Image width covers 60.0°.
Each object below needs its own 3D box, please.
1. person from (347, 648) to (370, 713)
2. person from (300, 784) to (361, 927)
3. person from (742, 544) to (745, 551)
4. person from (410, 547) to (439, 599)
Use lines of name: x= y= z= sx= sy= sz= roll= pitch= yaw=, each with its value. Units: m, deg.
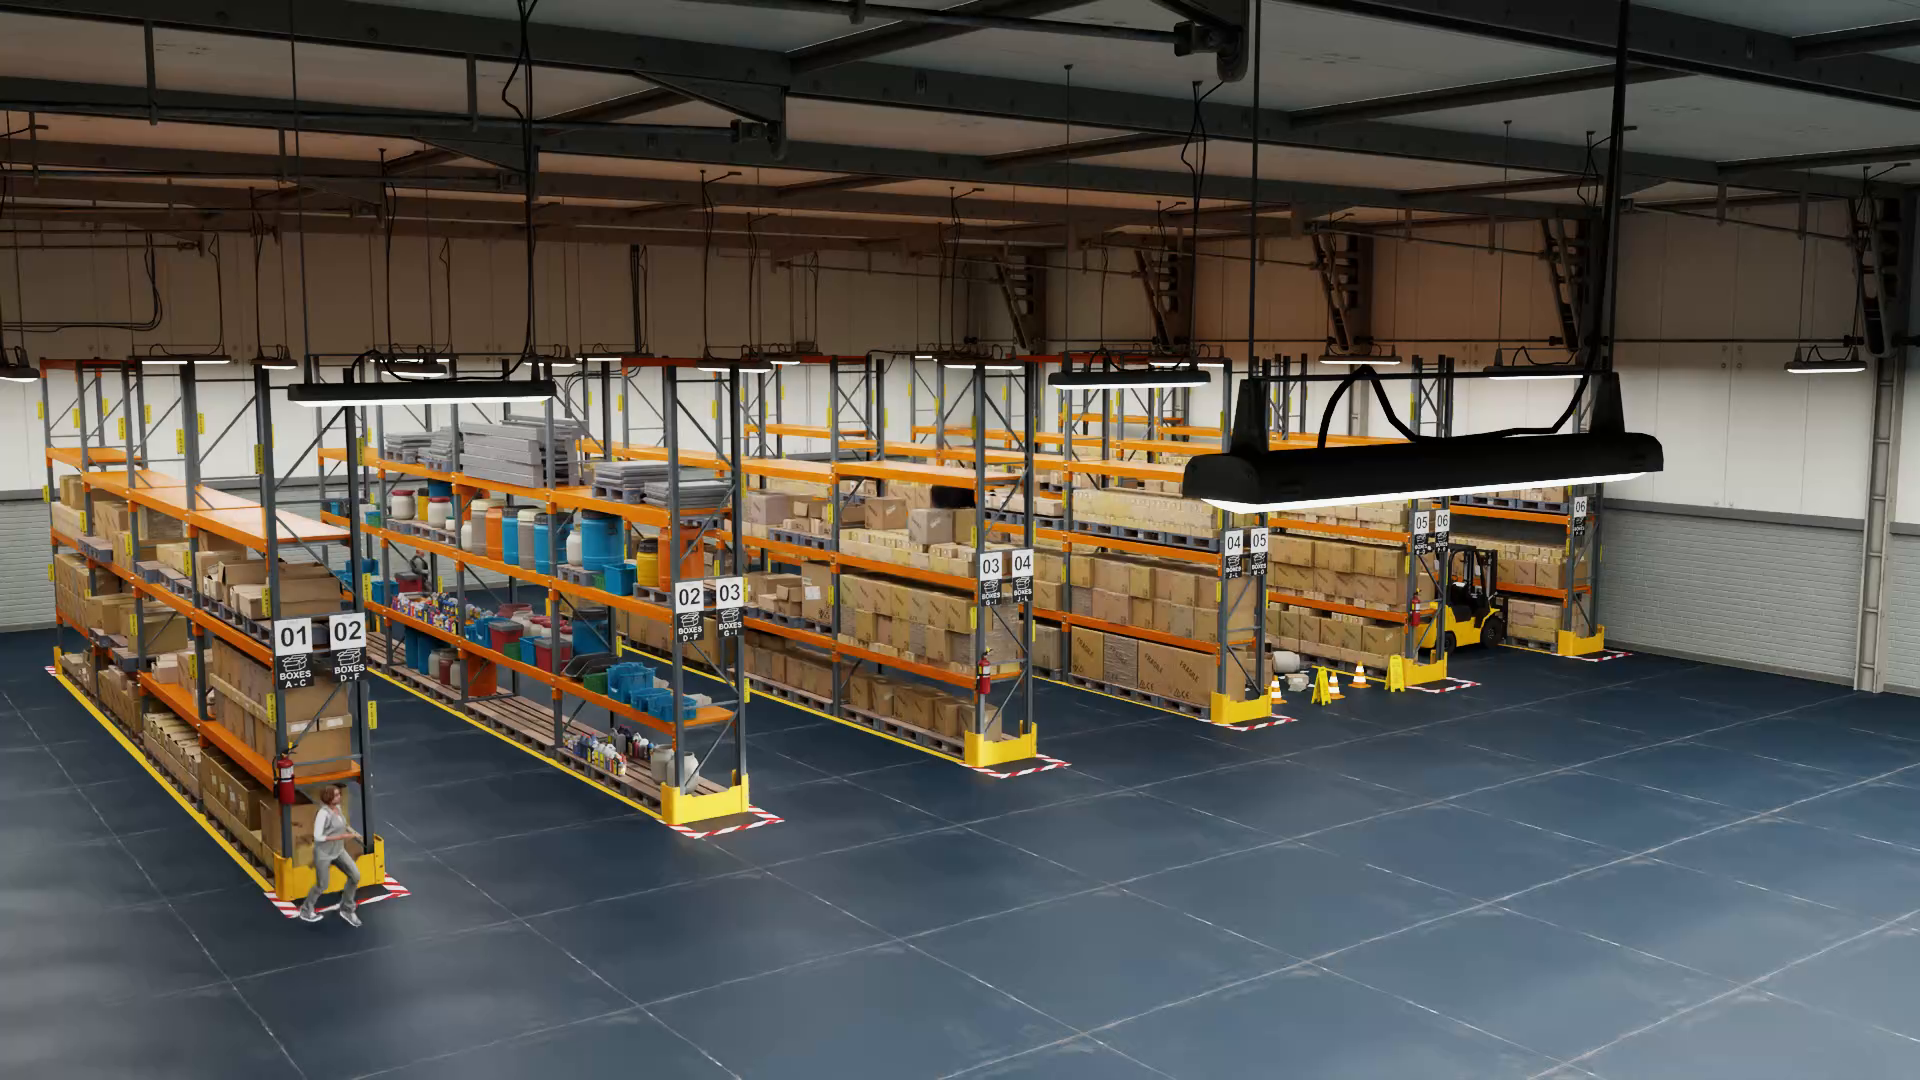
person: x=-10.094 y=2.207 z=27.676 sx=0.573 sy=1.758 sz=0.778 roll=-6 pitch=9 yaw=-40
person: x=-6.796 y=3.408 z=17.893 sx=0.745 sy=1.609 sz=0.565 roll=2 pitch=7 yaw=14
person: x=-5.512 y=0.479 z=41.640 sx=0.854 sy=1.720 sz=0.712 roll=-3 pitch=7 yaw=-22
person: x=-12.244 y=0.951 z=37.709 sx=0.845 sy=1.694 sz=0.668 roll=-1 pitch=7 yaw=-10
